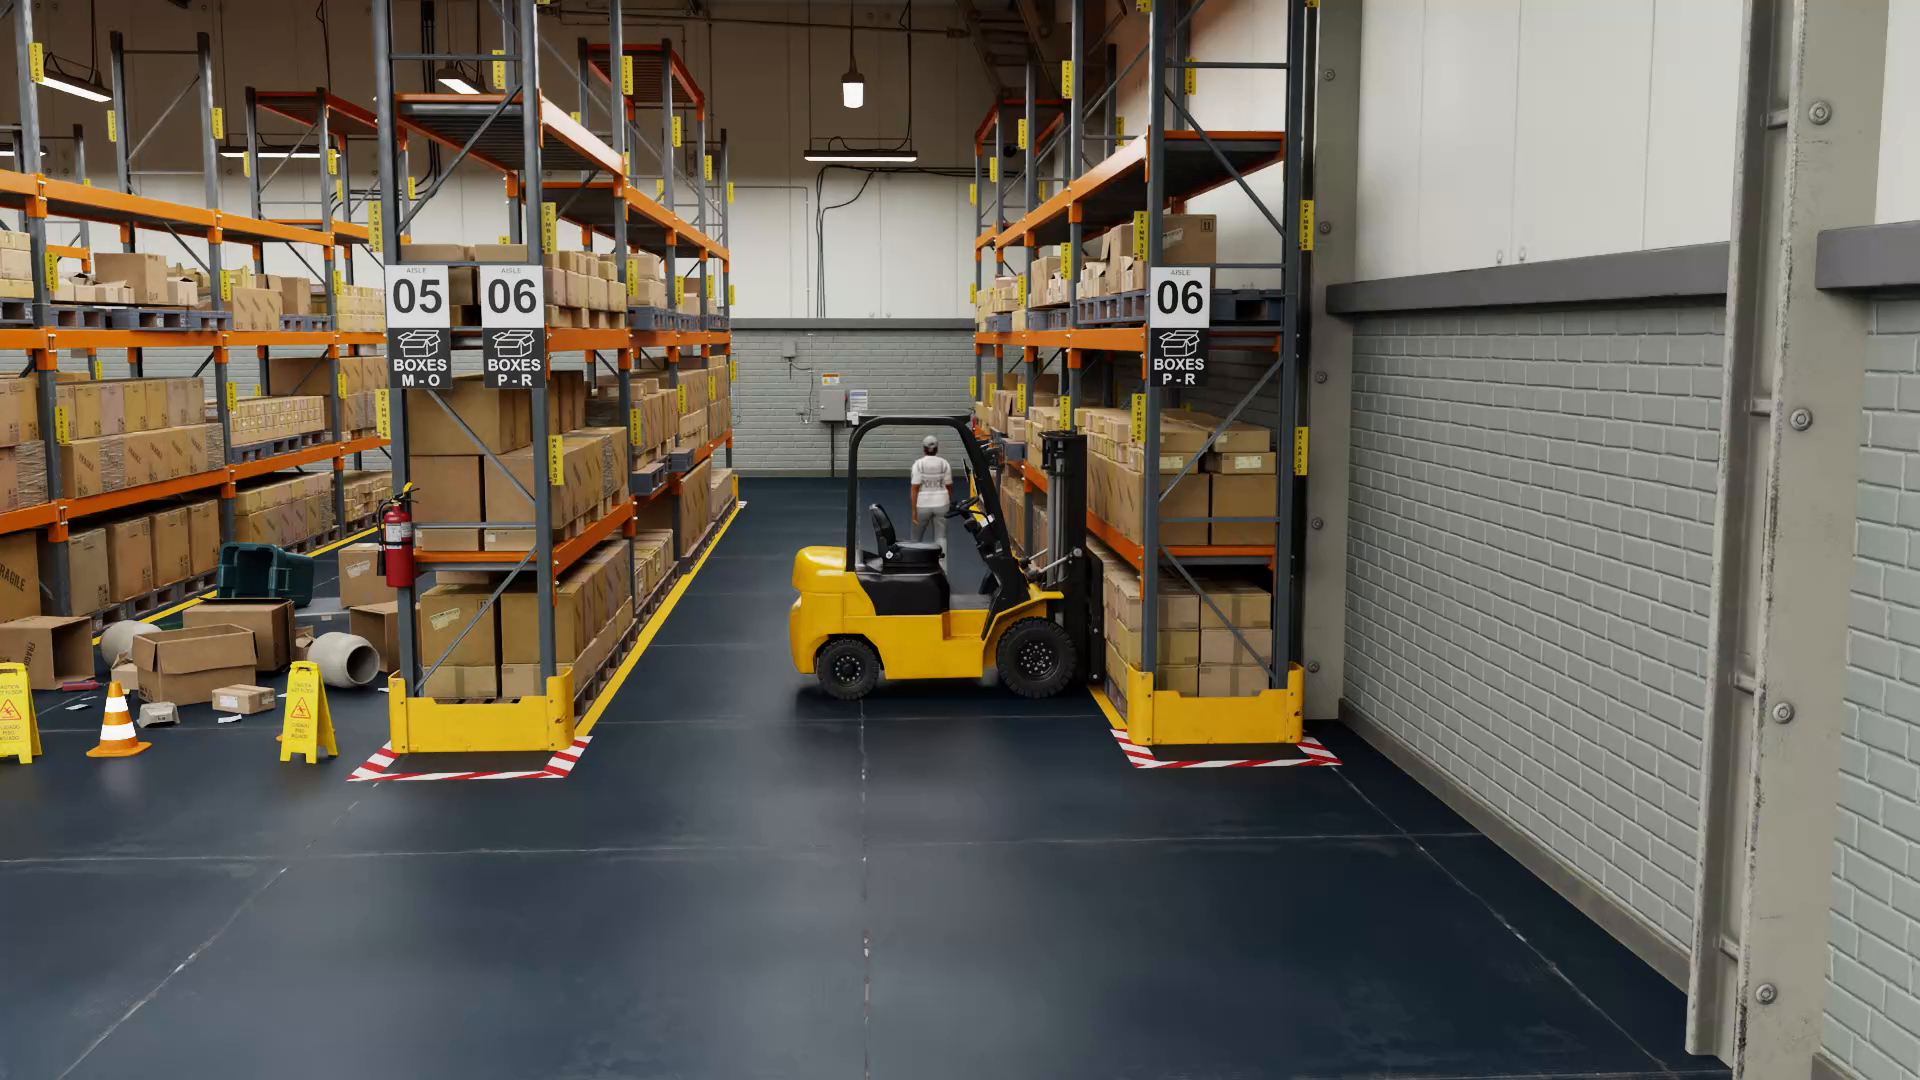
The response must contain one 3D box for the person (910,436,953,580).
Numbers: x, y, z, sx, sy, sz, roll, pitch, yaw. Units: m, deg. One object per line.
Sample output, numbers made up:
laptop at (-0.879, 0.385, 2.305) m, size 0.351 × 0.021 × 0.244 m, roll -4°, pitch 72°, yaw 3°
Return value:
person at (-0.337, -0.368, 18.727) m, size 0.495 × 1.627 × 0.847 m, roll -1°, pitch 7°, yaw -10°
